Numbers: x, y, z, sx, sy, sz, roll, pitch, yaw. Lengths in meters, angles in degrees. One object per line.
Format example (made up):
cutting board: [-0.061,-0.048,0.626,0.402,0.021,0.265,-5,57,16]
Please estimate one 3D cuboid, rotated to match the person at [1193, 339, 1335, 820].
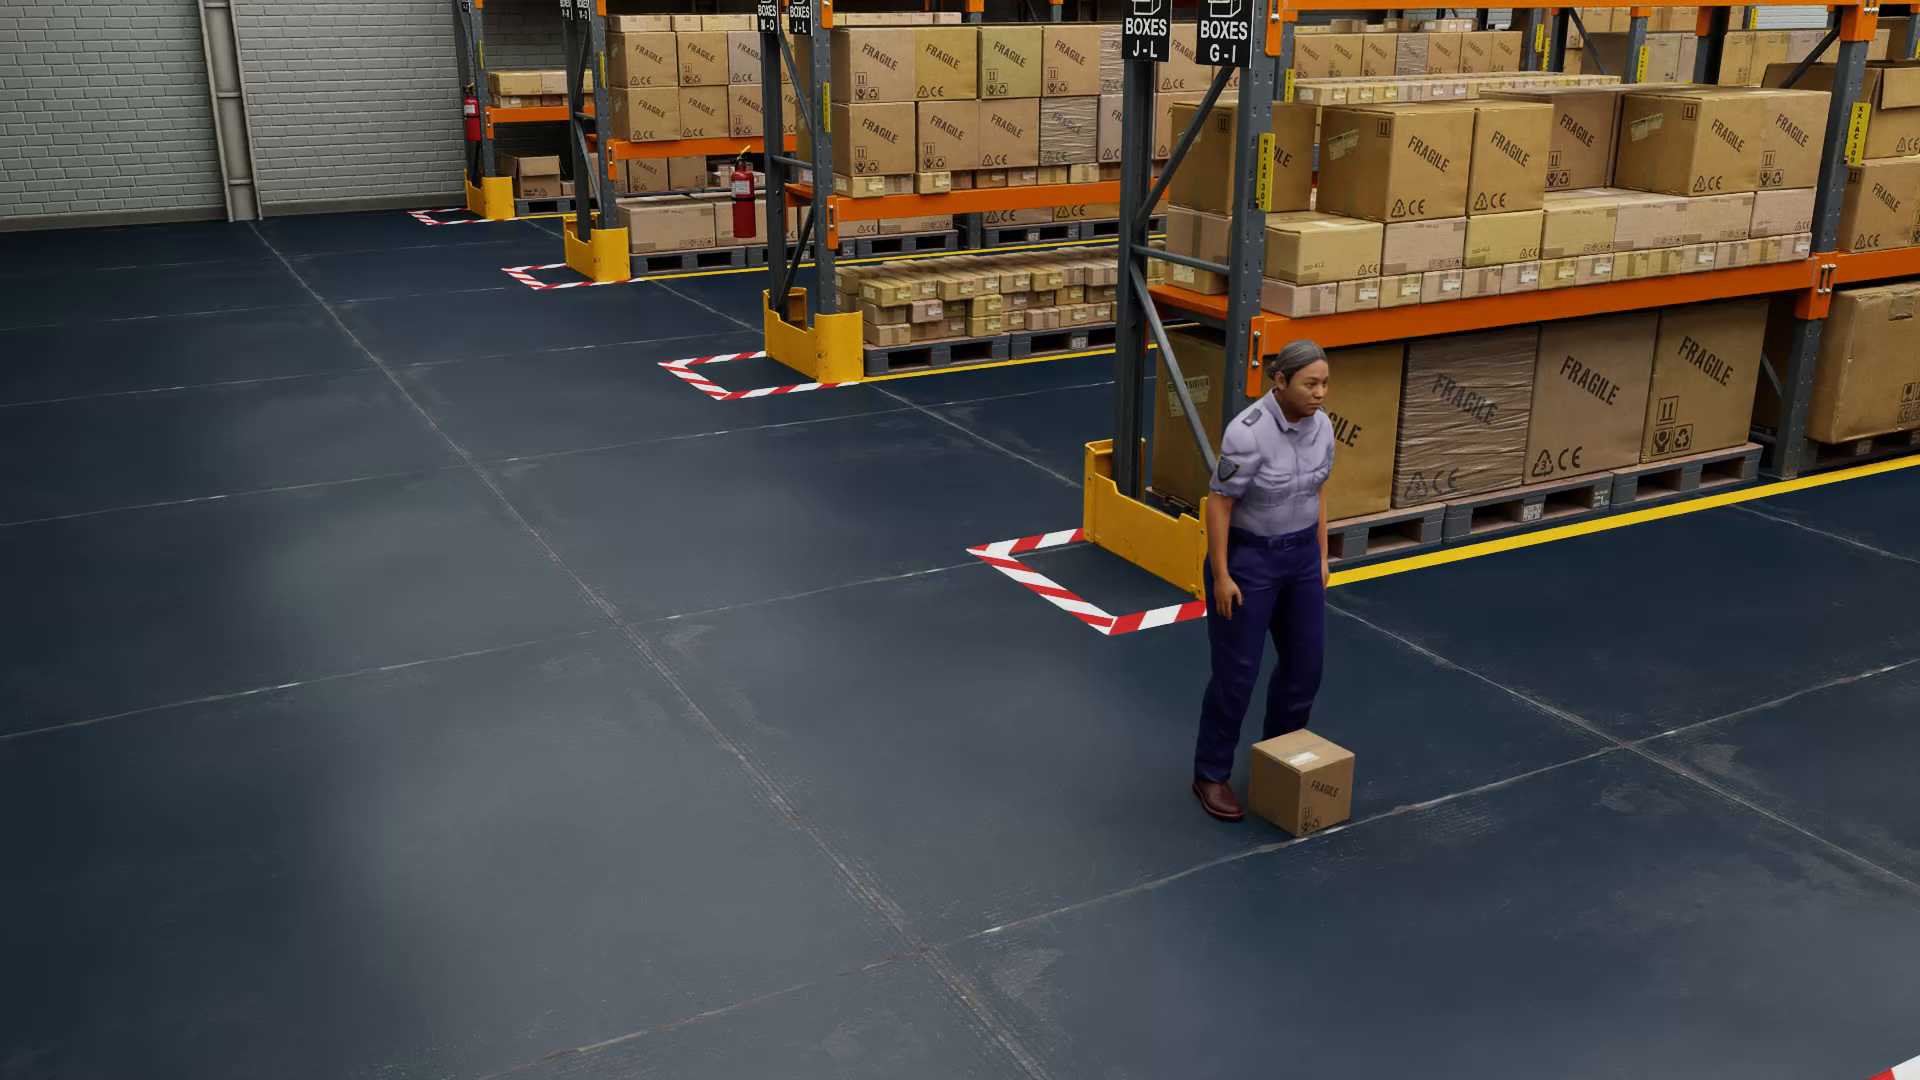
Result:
person: [1.075,0.125,5.727,0.551,1.636,0.425,-11,21,-29]
